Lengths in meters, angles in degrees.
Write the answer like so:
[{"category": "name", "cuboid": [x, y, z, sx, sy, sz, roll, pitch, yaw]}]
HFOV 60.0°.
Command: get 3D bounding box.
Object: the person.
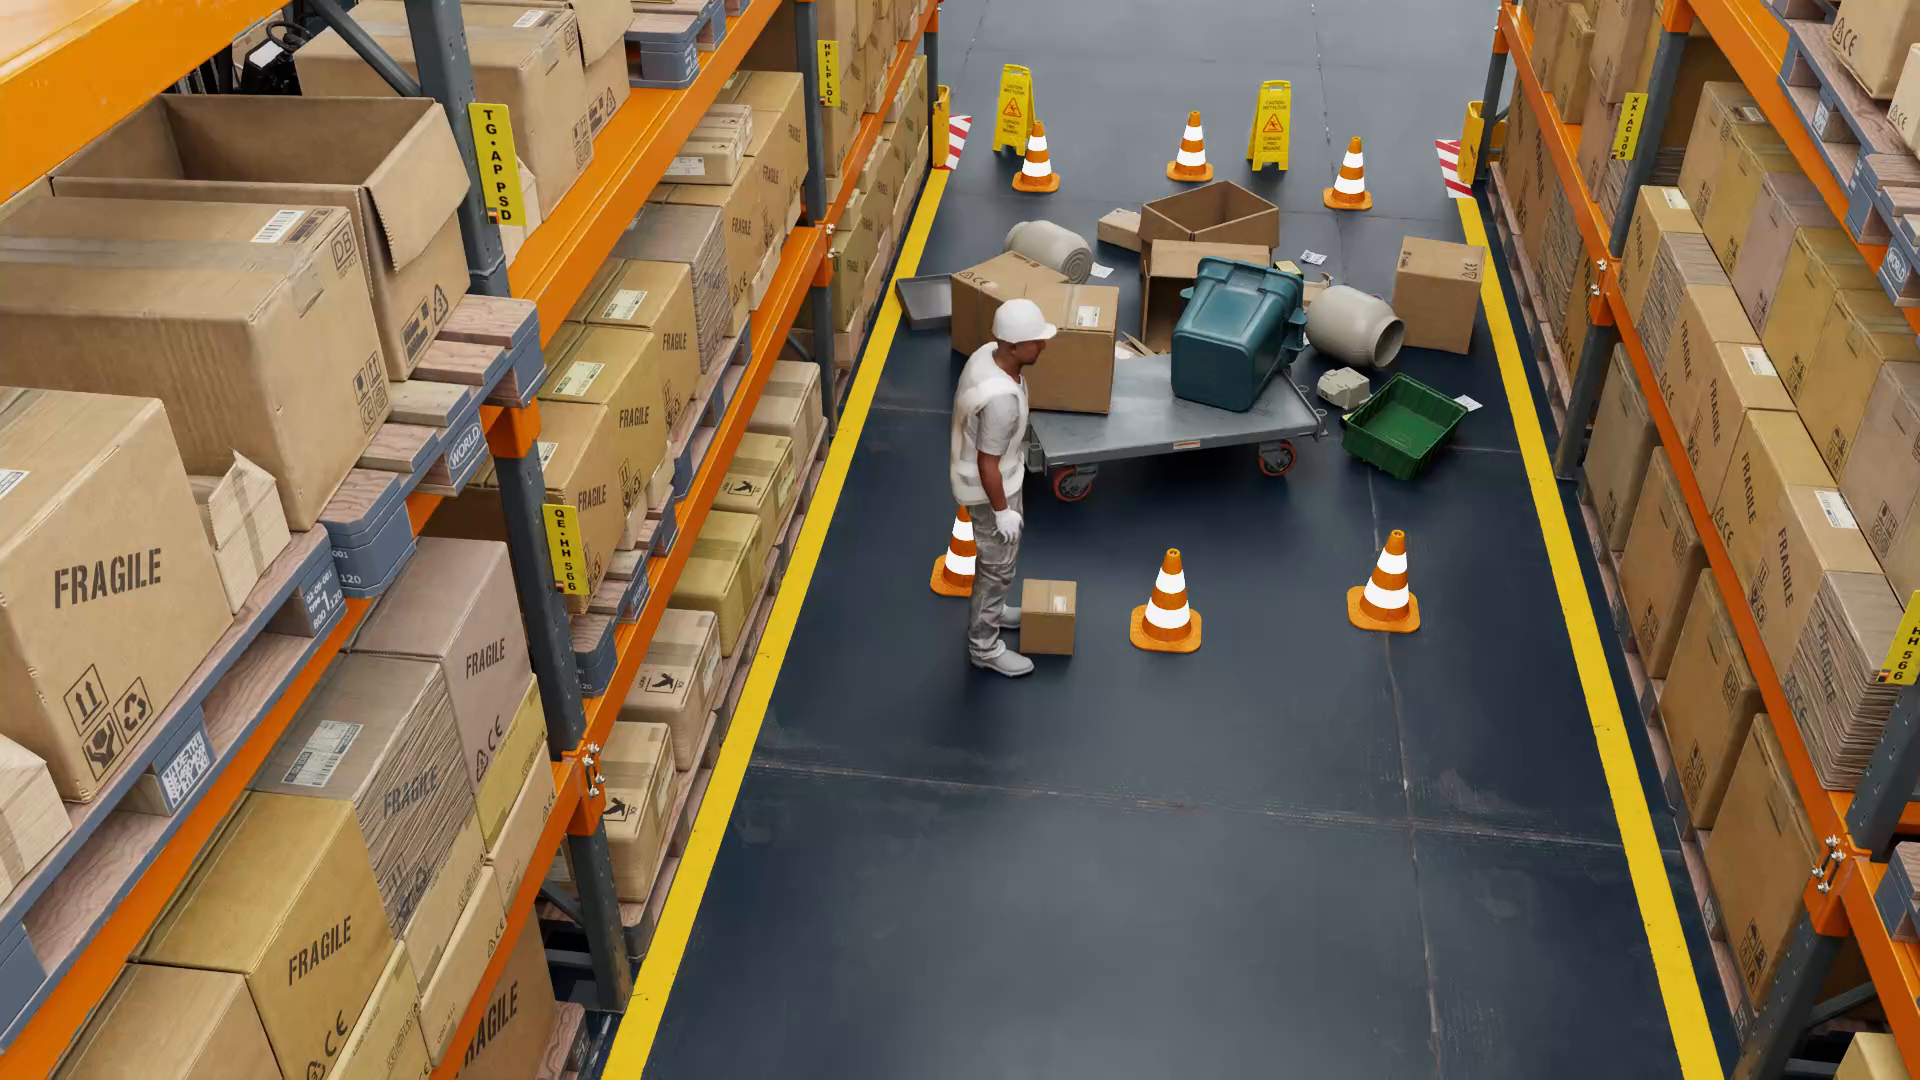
[{"category": "person", "cuboid": [0.182, -0.255, 7.384, 0.447, 1.775, 0.633, 2, 36, 3]}]
